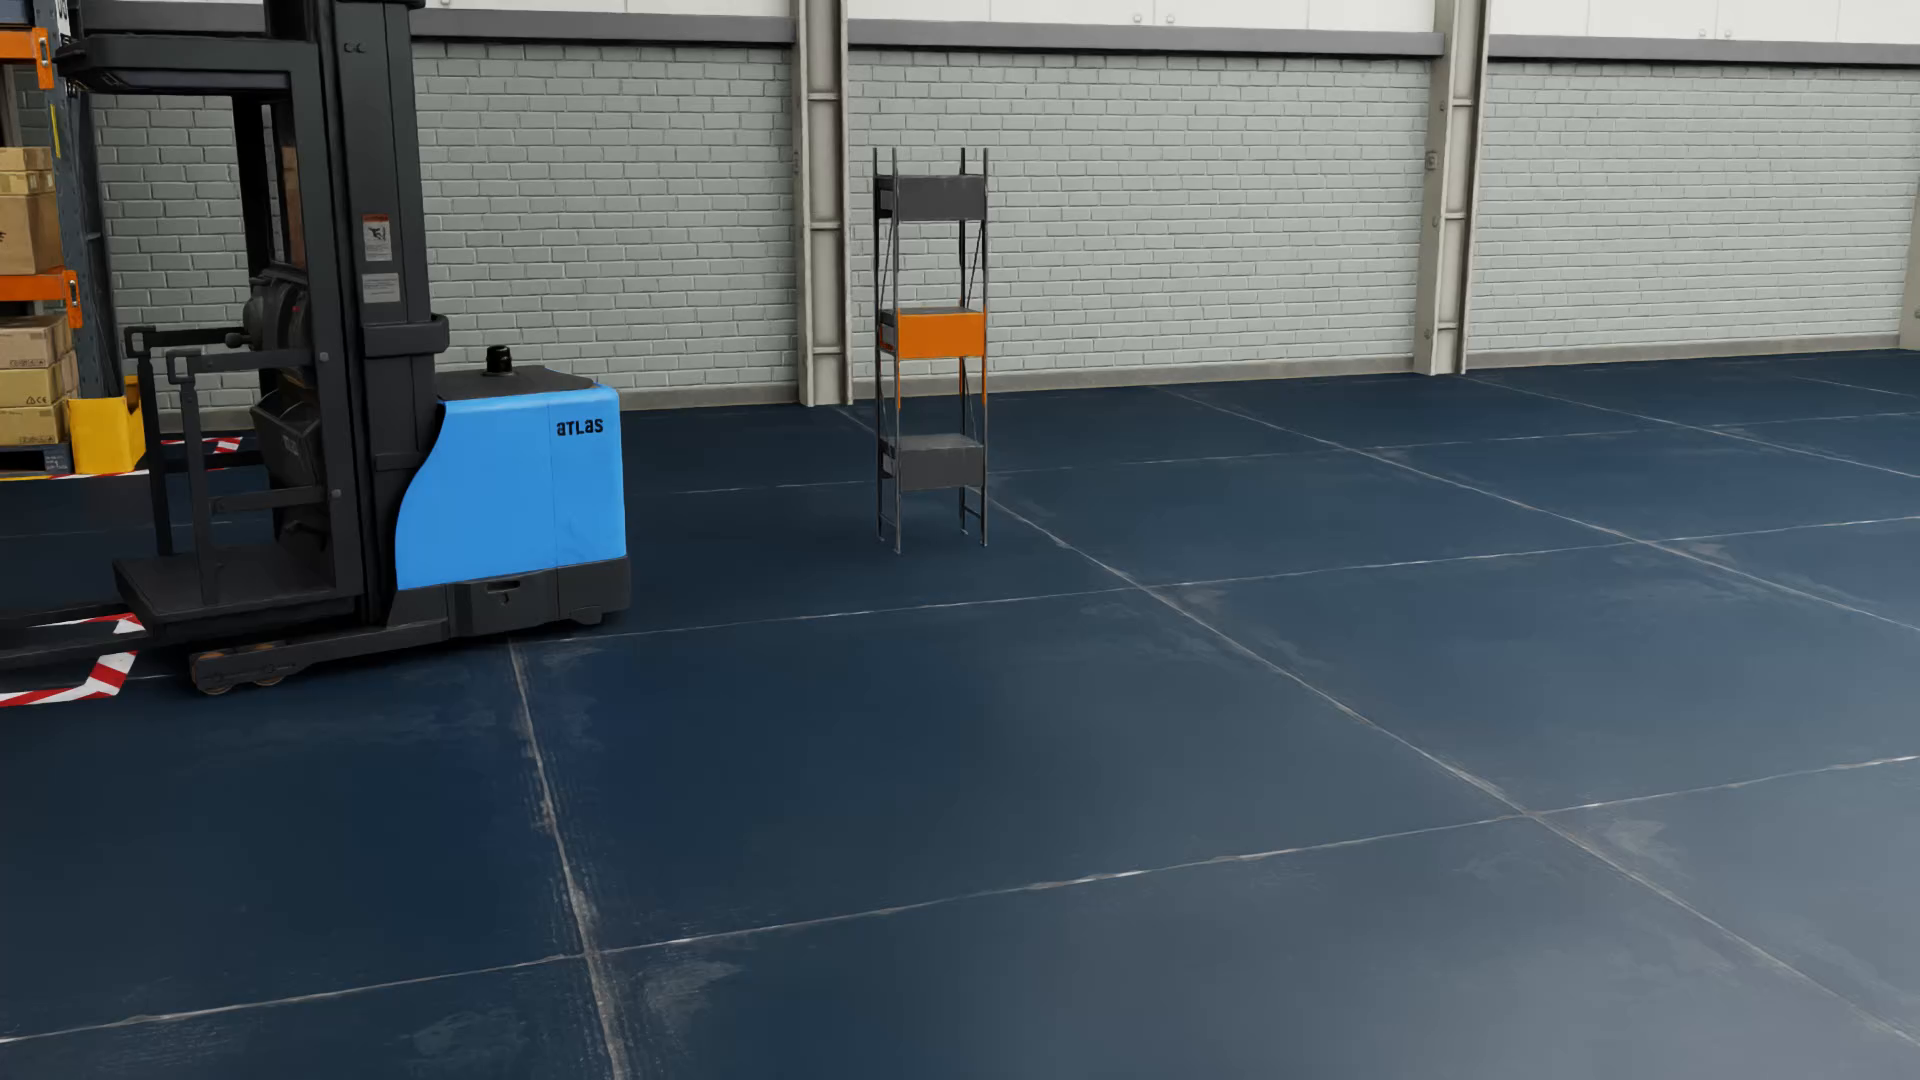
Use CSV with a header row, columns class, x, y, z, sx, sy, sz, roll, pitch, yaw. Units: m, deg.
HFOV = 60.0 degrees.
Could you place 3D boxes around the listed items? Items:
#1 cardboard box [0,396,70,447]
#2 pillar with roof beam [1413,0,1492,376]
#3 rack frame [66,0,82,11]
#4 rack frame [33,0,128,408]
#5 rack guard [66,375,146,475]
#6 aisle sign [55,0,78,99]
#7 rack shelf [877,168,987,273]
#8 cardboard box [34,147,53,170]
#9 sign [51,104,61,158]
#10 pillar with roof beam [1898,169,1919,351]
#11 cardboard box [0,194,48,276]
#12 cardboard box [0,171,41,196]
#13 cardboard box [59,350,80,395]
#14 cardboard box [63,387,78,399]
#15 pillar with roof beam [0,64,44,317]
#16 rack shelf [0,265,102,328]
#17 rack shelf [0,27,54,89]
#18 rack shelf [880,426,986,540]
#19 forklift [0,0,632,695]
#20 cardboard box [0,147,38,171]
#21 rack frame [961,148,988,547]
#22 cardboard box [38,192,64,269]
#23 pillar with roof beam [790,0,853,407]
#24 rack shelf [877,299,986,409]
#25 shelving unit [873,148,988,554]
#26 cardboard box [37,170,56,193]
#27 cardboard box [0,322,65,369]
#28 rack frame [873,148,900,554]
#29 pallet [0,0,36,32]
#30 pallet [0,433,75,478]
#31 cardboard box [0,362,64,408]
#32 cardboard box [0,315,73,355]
class,x,y,z,sx,sy,sz,roll,pitch,yaw
cardboard box,-6.211,-0.784,10.993,0.500,0.250,0.500,-4,14,-18
pillar with roof beam,5.933,-5.028,10.835,0.400,9.000,9.100,-4,14,-18
rack frame,-5.866,-4.940,10.466,0.127,3.000,1.000,-4,14,-18
rack frame,-5.866,-2.022,11.160,0.127,3.000,1.000,-4,14,-18
rack guard,-5.844,-0.807,11.457,0.348,0.500,1.175,-4,14,-18
aisle sign,-5.710,-3.227,10.609,0.004,0.787,0.394,-4,14,-18
rack shelf,-0.157,-1.677,8.690,0.480,0.518,0.431,-4,14,-18
cardboard box,-6.253,-2.553,11.132,0.250,0.149,0.380,-5,14,-19
sign,-5.707,-2.580,10.494,0.005,0.325,0.100,-4,14,-18
pillar with roof beam,11.619,-5.471,12.696,0.400,9.000,9.100,-4,14,-18
cardboard box,-6.249,-1.976,10.754,0.500,0.500,0.500,-5,14,-19
cardboard box,-6.106,-2.299,10.707,0.250,0.149,0.380,-4,14,-17
cardboard box,-6.378,-1.142,11.417,0.500,0.250,0.500,-4,14,-17
cardboard box,-6.394,-0.895,11.458,0.500,0.250,0.500,-4,14,-18
pillar with roof beam,-5.441,-4.142,7.111,0.400,9.000,9.100,-4,14,-18
rack shelf,-7.762,-1.524,10.623,4.000,0.370,1.077,-4,14,-18
rack shelf,-7.762,-2.983,10.276,4.000,0.370,1.077,-4,14,-18
rack shelf,-0.157,-0.315,9.014,0.480,0.518,0.431,-4,14,-18
forklift,-3.001,-0.953,6.815,3.031,2.935,1.130,-9,16,-33
cardboard box,-6.139,-2.458,10.734,0.250,0.149,0.380,-4,14,-18
rack frame,0.074,-1.027,8.924,0.015,2.100,0.400,-4,14,-18
cardboard box,-6.425,-2.095,11.251,0.500,0.500,0.500,-4,14,-16
pillar with roof beam,0.246,-4.585,8.973,0.400,9.000,9.100,-4,14,-18
rack shelf,-0.157,-0.996,8.852,0.480,0.518,0.431,-4,14,-18
shelving unit,-0.157,-1.009,8.848,0.503,2.100,0.431,-4,14,-18
cardboard box,-6.271,-2.418,11.207,0.250,0.149,0.380,-5,14,-20
cardboard box,-6.203,-1.272,10.883,0.500,0.250,0.500,-4,14,-16
rack frame,-0.388,-0.991,8.773,0.015,2.100,0.400,-4,14,-18
pallet,-6.545,-3.391,10.628,1.213,0.211,1.003,-4,14,-18
pallet,-6.578,-0.600,11.207,1.213,0.211,1.003,-4,14,-18
cardboard box,-6.228,-1.027,10.933,0.500,0.250,0.500,-5,14,-19
cardboard box,-6.382,-1.381,11.339,0.500,0.250,0.500,-5,14,-19
